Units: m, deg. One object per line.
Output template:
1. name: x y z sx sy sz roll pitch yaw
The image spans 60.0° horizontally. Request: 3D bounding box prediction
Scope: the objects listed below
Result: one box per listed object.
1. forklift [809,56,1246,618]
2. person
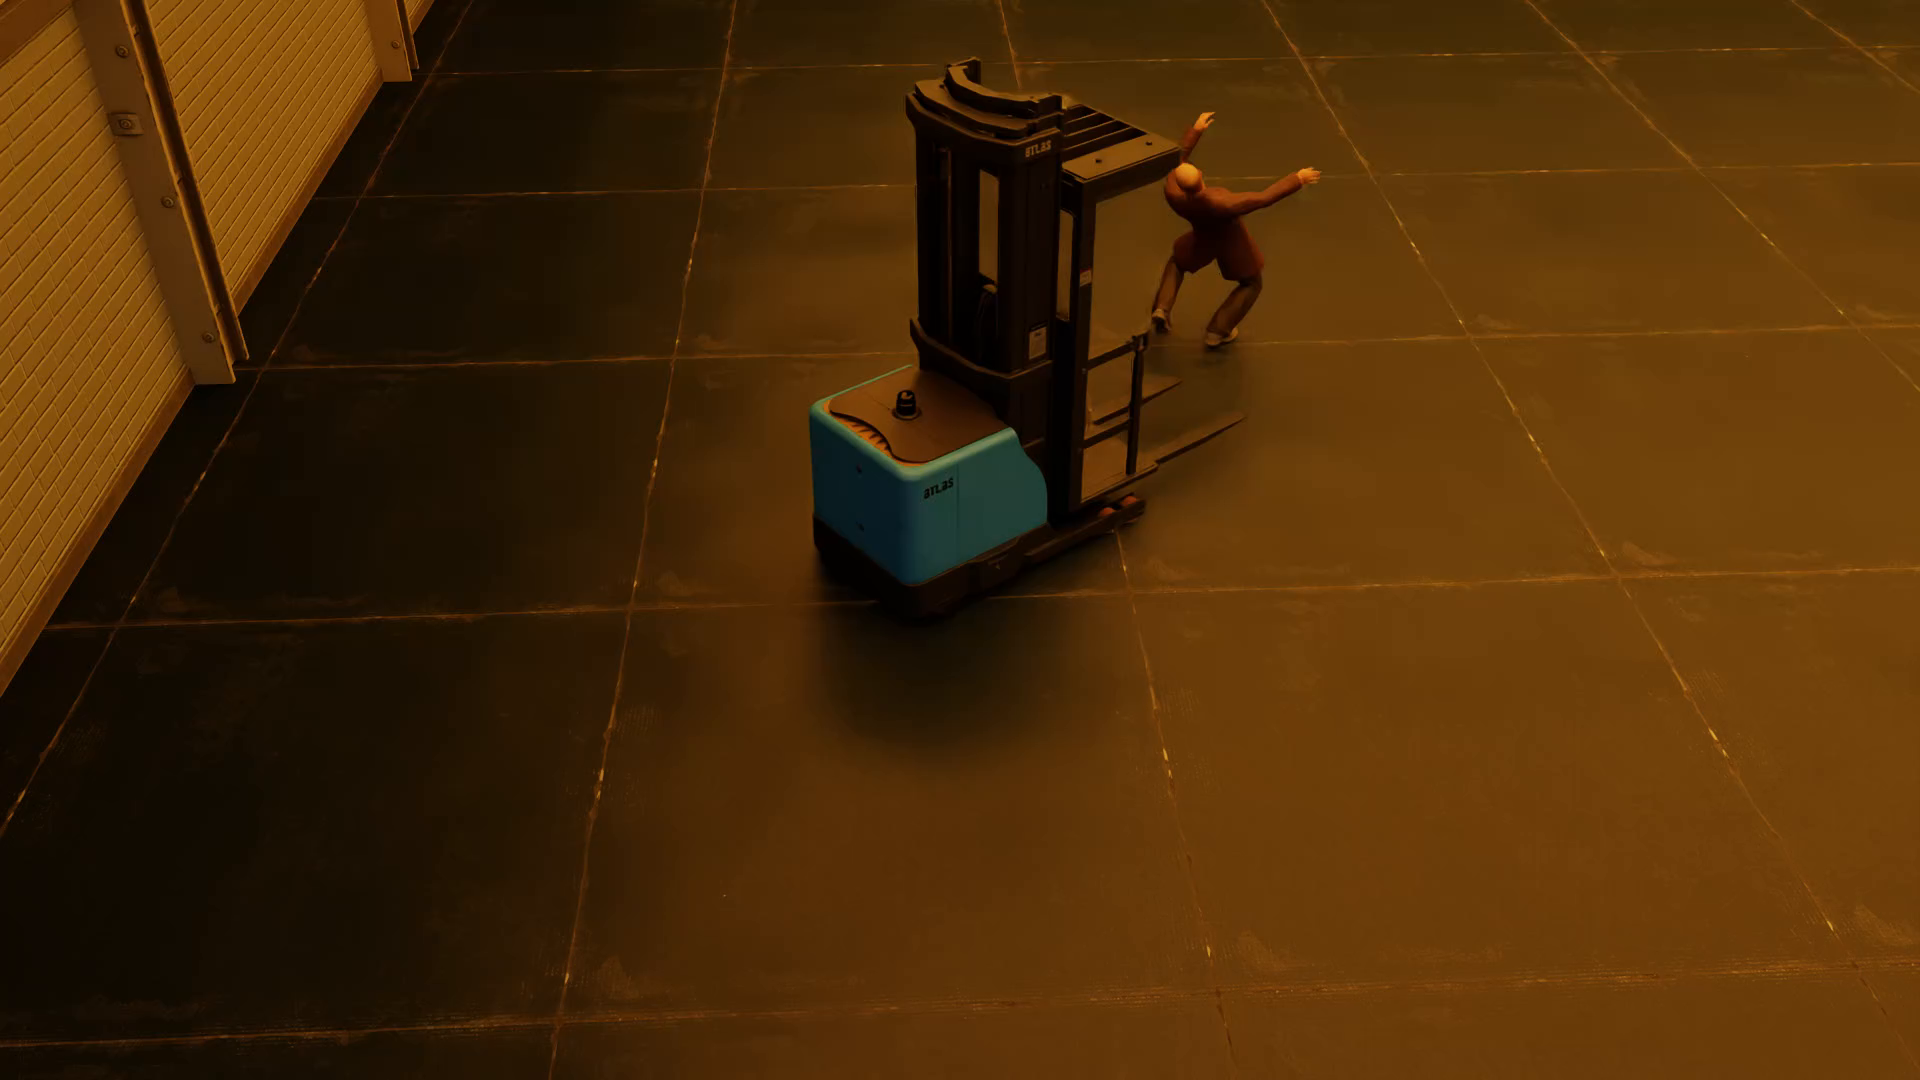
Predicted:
1. forklift: 0.559 -1.443 9.991 3.031 2.935 1.130 -26 43 -31
2. person: 1.963 -2.154 12.043 1.085 1.643 0.708 15 39 20
